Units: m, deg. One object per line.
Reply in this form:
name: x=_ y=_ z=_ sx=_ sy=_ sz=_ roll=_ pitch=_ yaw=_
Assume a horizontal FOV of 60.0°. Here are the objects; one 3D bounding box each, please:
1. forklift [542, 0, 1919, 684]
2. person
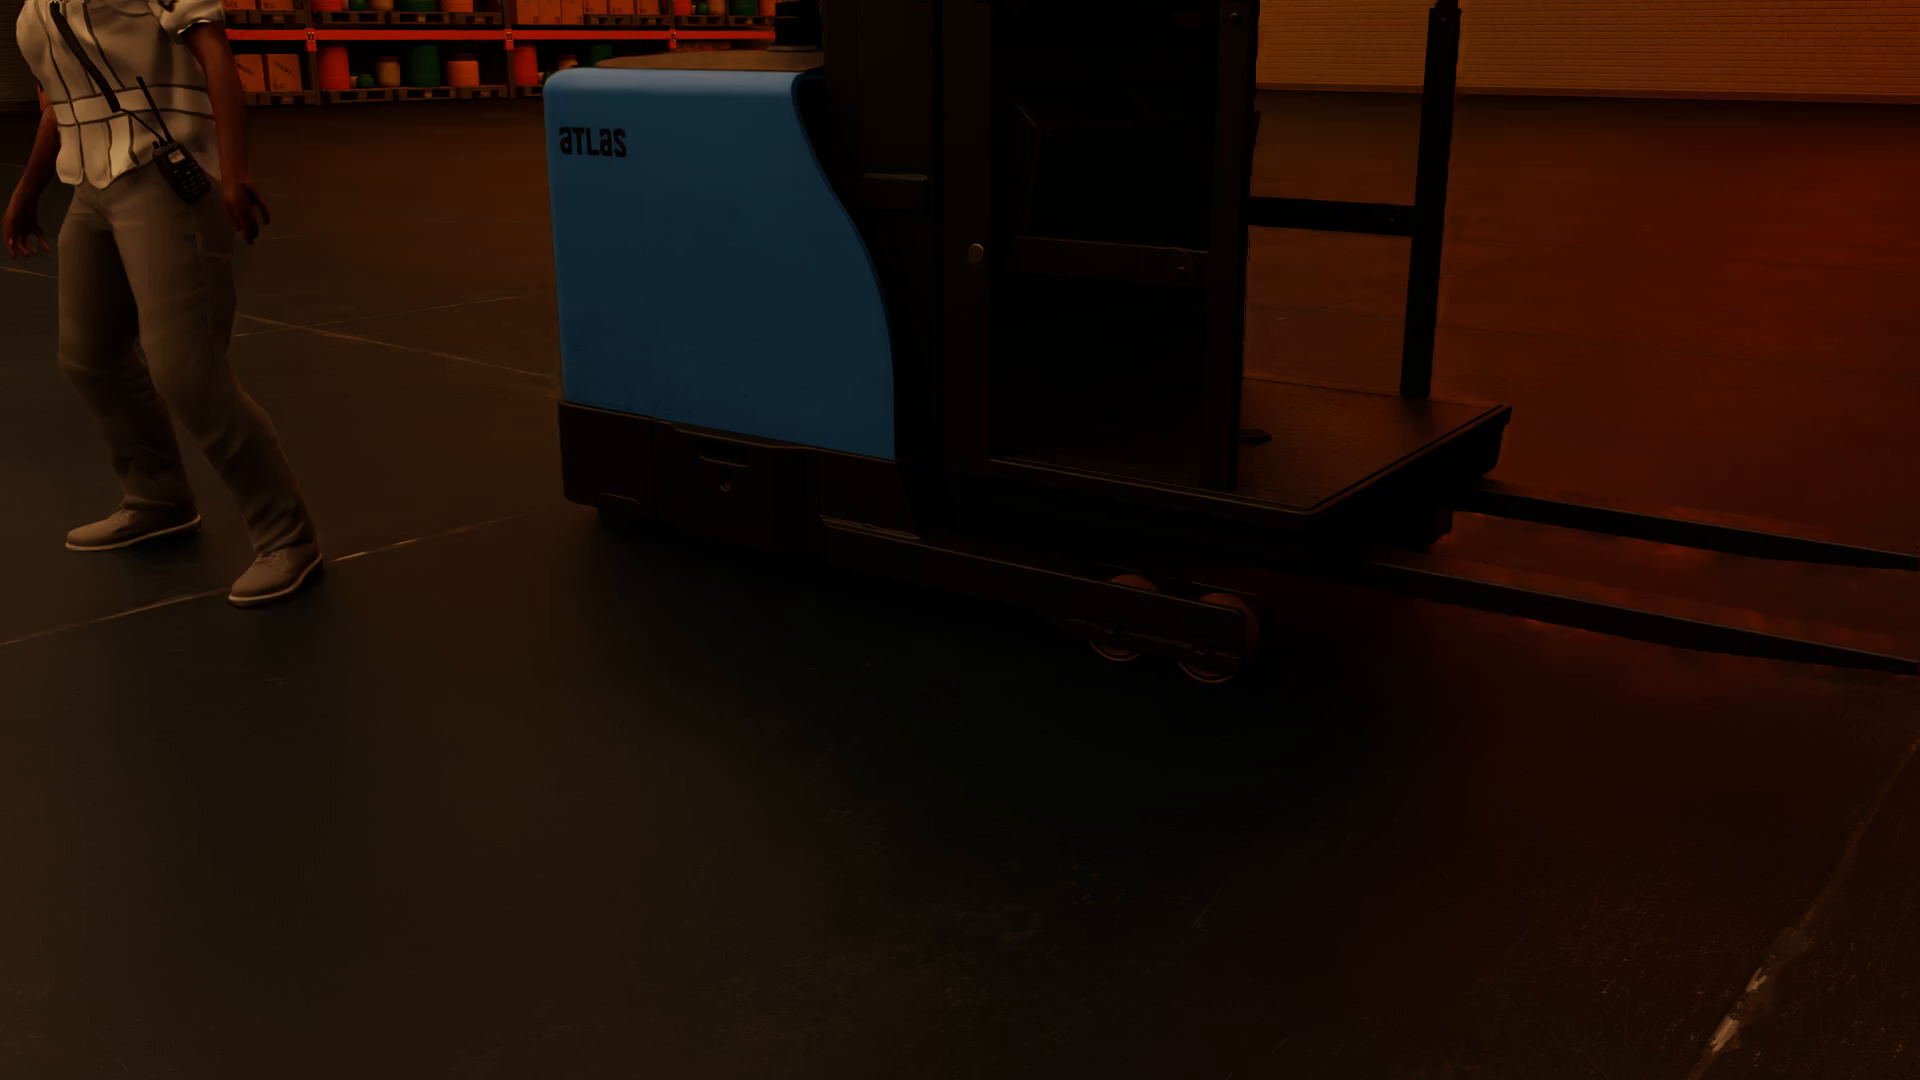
forklift: x=0.532 y=-1.312 z=3.218 sx=3.031 sy=2.935 sz=1.130 roll=12 pitch=20 yaw=33
person: x=-1.764 y=-0.708 z=3.522 sx=0.837 sy=1.623 sz=0.409 roll=13 pitch=21 yaw=36
